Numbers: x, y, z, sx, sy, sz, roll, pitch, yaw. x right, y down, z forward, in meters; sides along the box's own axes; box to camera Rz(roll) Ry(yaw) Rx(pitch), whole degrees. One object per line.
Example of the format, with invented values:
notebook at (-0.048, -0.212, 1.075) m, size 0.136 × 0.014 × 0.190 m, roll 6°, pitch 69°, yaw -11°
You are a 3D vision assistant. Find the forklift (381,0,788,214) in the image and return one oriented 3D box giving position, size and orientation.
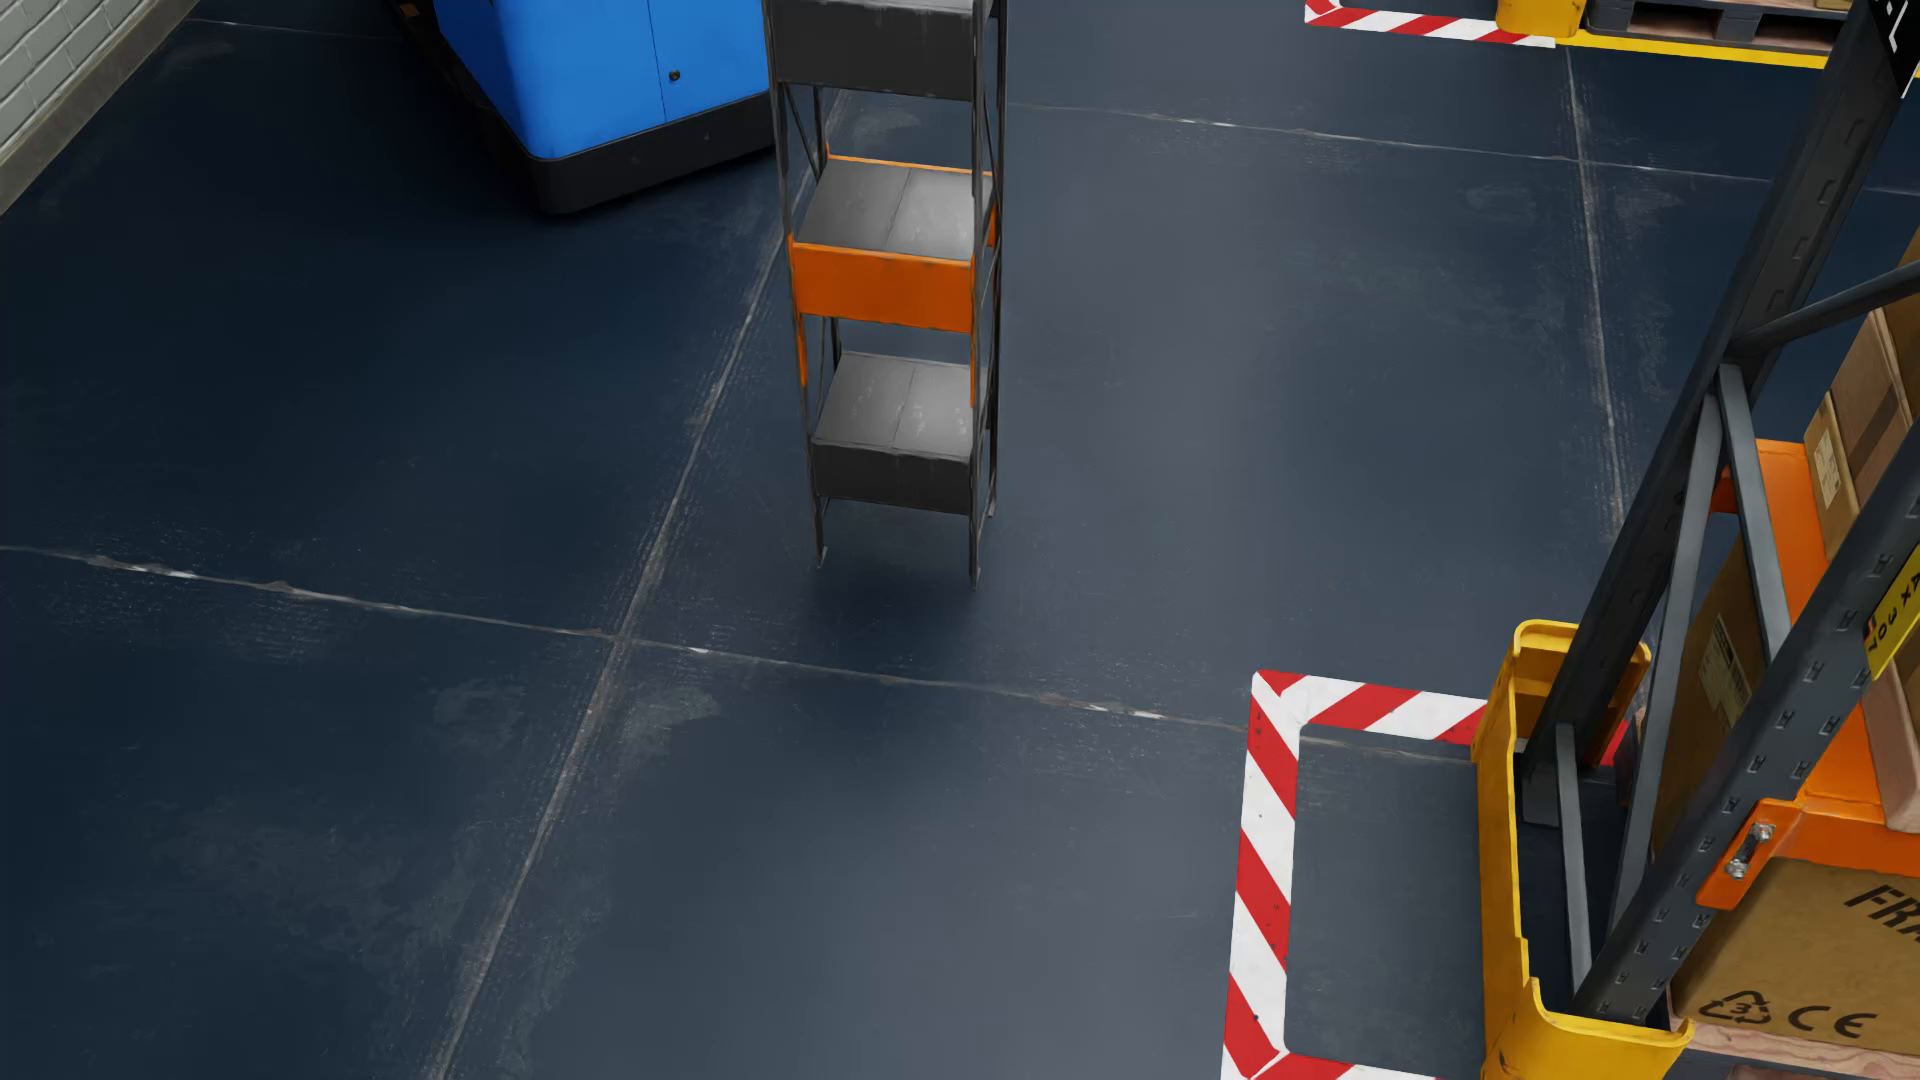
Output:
forklift at (-1.878, -3.291, 6.237) m, size 1.130 × 2.935 × 3.031 m, roll -24°, pitch 52°, yaw -20°

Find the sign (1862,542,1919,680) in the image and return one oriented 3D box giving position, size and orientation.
sign at (1.448, 0.077, 2.529) m, size 0.005 × 0.325 × 0.100 m, roll 8°, pitch 49°, yaw 7°

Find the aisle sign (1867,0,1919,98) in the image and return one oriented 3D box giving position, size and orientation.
aisle sign at (1.535, -1.111, 2.484) m, size 0.004 × 0.787 × 0.394 m, roll 8°, pitch 49°, yaw 7°

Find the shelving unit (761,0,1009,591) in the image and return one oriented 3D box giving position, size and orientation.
shelving unit at (-0.163, -0.724, 4.489) m, size 0.503 × 2.100 × 0.431 m, roll 8°, pitch 49°, yaw 7°

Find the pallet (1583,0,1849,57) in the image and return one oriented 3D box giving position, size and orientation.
pallet at (3.402, -2.554, 7.403) m, size 1.213 × 0.211 × 1.003 m, roll 8°, pitch 49°, yaw 7°

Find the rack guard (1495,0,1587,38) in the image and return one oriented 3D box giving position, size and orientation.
rack guard at (2.609, -2.784, 7.416) m, size 0.348 × 0.500 × 1.175 m, roll 8°, pitch 49°, yaw 7°

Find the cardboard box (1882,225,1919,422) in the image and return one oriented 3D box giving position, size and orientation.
cardboard box at (2.079, -0.441, 3.026) m, size 0.500 × 0.500 × 0.500 m, roll 8°, pitch 49°, yaw 7°

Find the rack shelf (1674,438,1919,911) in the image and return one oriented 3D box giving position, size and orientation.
rack shelf at (3.521, 0.492, 3.275) m, size 4.000 × 0.370 × 1.077 m, roll 8°, pitch 49°, yaw 7°

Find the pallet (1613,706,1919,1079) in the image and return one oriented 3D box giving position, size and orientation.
pallet at (2.353, 0.968, 4.238) m, size 1.213 × 0.211 × 1.003 m, roll 8°, pitch 49°, yaw 7°

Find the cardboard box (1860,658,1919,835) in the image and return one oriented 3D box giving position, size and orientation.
cardboard box at (1.843, 0.360, 3.079) m, size 0.250 × 0.149 × 0.380 m, roll 8°, pitch 49°, yaw 7°

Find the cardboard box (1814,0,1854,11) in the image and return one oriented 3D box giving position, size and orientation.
cardboard box at (3.743, -2.397, 7.022) m, size 0.250 × 0.149 × 0.380 m, roll 8°, pitch 49°, yaw 7°

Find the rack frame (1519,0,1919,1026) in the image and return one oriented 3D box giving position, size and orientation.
rack frame at (1.553, -0.013, 3.245) m, size 0.127 × 3.000 × 1.000 m, roll 8°, pitch 49°, yaw 7°

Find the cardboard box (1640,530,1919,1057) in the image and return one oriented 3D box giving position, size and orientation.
cardboard box at (2.197, 0.583, 3.855) m, size 0.875 × 0.875 × 0.875 m, roll 8°, pitch 49°, yaw 7°

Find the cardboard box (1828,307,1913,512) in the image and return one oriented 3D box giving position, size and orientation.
cardboard box at (2.077, -0.192, 3.307) m, size 0.500 × 0.250 × 0.500 m, roll 7°, pitch 48°, yaw 6°

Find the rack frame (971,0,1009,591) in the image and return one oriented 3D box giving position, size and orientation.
rack frame at (0.077, -0.691, 4.460) m, size 0.015 × 2.100 × 0.400 m, roll 8°, pitch 49°, yaw 7°

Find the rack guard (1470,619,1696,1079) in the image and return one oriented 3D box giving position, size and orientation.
rack guard at (1.529, 0.820, 4.177) m, size 0.348 × 0.500 × 1.175 m, roll 8°, pitch 49°, yaw 7°

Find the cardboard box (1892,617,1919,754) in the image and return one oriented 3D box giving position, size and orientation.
cardboard box at (1.977, 0.199, 2.955) m, size 0.500 × 0.250 × 0.500 m, roll 7°, pitch 48°, yaw 6°

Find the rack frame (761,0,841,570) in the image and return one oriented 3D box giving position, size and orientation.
rack frame at (-0.403, -0.756, 4.518) m, size 0.015 × 2.100 × 0.400 m, roll 8°, pitch 49°, yaw 7°

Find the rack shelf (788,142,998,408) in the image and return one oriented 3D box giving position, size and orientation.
rack shelf at (-0.163, -0.715, 4.499) m, size 0.480 × 0.518 × 0.431 m, roll 8°, pitch 49°, yaw 7°

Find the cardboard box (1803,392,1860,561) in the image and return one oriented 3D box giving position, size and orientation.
cardboard box at (1.962, -0.123, 3.512) m, size 0.250 × 0.149 × 0.380 m, roll 9°, pitch 49°, yaw 8°

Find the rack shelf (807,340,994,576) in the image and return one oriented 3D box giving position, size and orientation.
rack shelf at (-0.163, -0.247, 5.019) m, size 0.480 × 0.518 × 0.431 m, roll 8°, pitch 49°, yaw 7°

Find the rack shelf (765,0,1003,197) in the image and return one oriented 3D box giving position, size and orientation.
rack shelf at (-0.163, -1.182, 3.978) m, size 0.480 × 0.518 × 0.431 m, roll 8°, pitch 49°, yaw 7°
